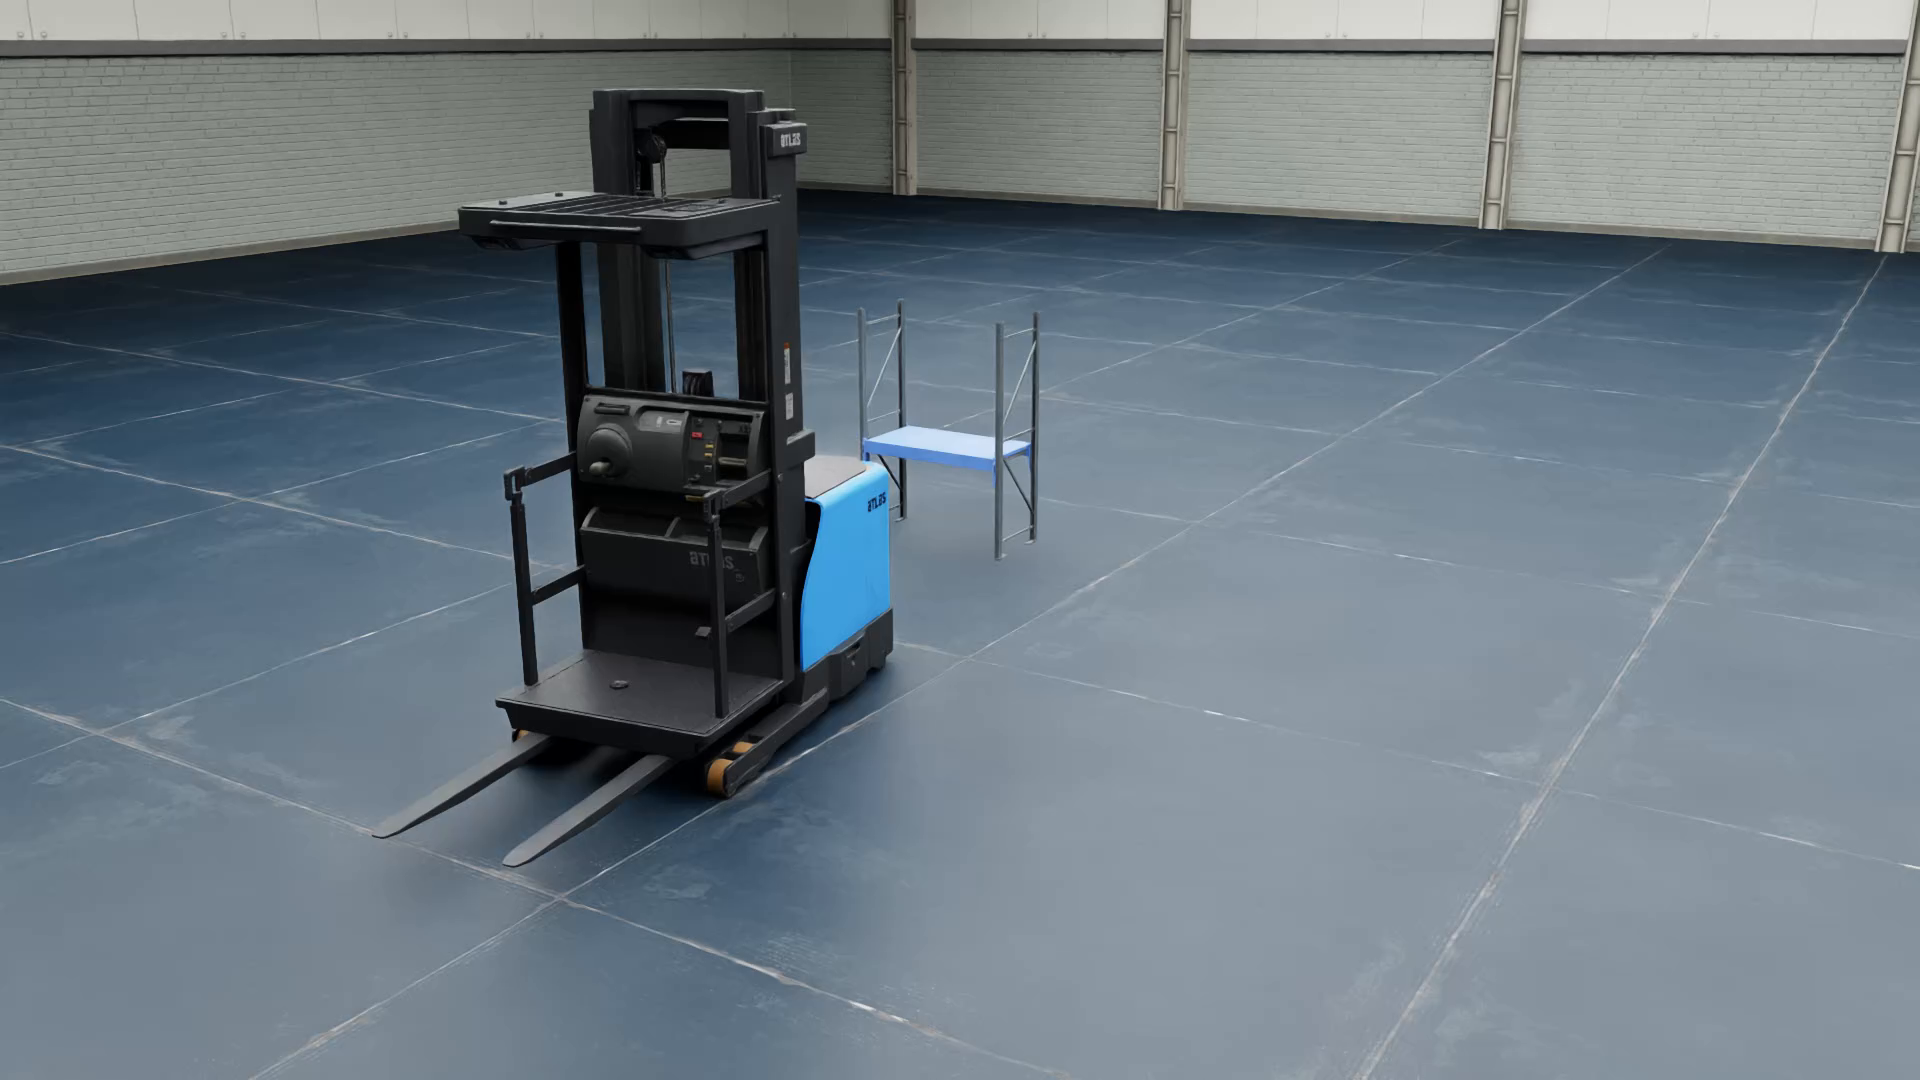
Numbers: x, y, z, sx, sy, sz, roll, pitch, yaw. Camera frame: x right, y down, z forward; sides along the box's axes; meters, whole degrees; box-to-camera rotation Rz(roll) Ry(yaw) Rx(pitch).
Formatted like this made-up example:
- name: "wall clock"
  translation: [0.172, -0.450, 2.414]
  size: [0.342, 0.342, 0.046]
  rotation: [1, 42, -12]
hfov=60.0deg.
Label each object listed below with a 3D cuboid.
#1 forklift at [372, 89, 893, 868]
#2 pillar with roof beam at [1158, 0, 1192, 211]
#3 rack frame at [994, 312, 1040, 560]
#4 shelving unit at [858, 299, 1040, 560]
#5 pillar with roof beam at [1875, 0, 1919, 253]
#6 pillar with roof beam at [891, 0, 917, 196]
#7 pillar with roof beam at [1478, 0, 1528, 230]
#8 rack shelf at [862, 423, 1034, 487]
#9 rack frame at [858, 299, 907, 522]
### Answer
- name: "forklift"
  translation: [-1.378, -0.426, 7.242]
  size: [1.130, 2.935, 3.031]
  rotation: [7, 18, 21]
- name: "pillar with roof beam"
  translation: [1.725, -9.475, 26.591]
  size: [0.400, 9.000, 9.100]
  rotation: [10, 20, 30]
- name: "rack frame"
  translation: [0.360, -0.653, 10.451]
  size: [0.032, 1.500, 0.500]
  rotation: [10, 20, 30]
- name: "shelving unit"
  translation: [-0.073, -0.731, 10.706]
  size: [1.048, 1.500, 0.538]
  rotation: [10, 20, 30]
- name: "pillar with roof beam"
  translation: [11.951, -7.650, 20.582]
  size: [0.400, 9.000, 9.100]
  rotation: [10, 20, 30]
- name: "pillar with roof beam"
  translation: [-3.387, -10.388, 29.595]
  size: [0.400, 9.000, 9.100]
  rotation: [10, 20, 30]
- name: "pillar with roof beam"
  translation: [6.838, -8.562, 23.586]
  size: [0.400, 9.000, 9.100]
  rotation: [10, 20, 30]
- name: "rack shelf"
  translation: [-0.073, -0.558, 10.758]
  size: [1.000, 0.185, 0.538]
  rotation: [10, 20, 30]
- name: "rack frame"
  translation: [-0.506, -0.808, 10.960]
  size: [0.032, 1.500, 0.500]
  rotation: [10, 20, 30]
